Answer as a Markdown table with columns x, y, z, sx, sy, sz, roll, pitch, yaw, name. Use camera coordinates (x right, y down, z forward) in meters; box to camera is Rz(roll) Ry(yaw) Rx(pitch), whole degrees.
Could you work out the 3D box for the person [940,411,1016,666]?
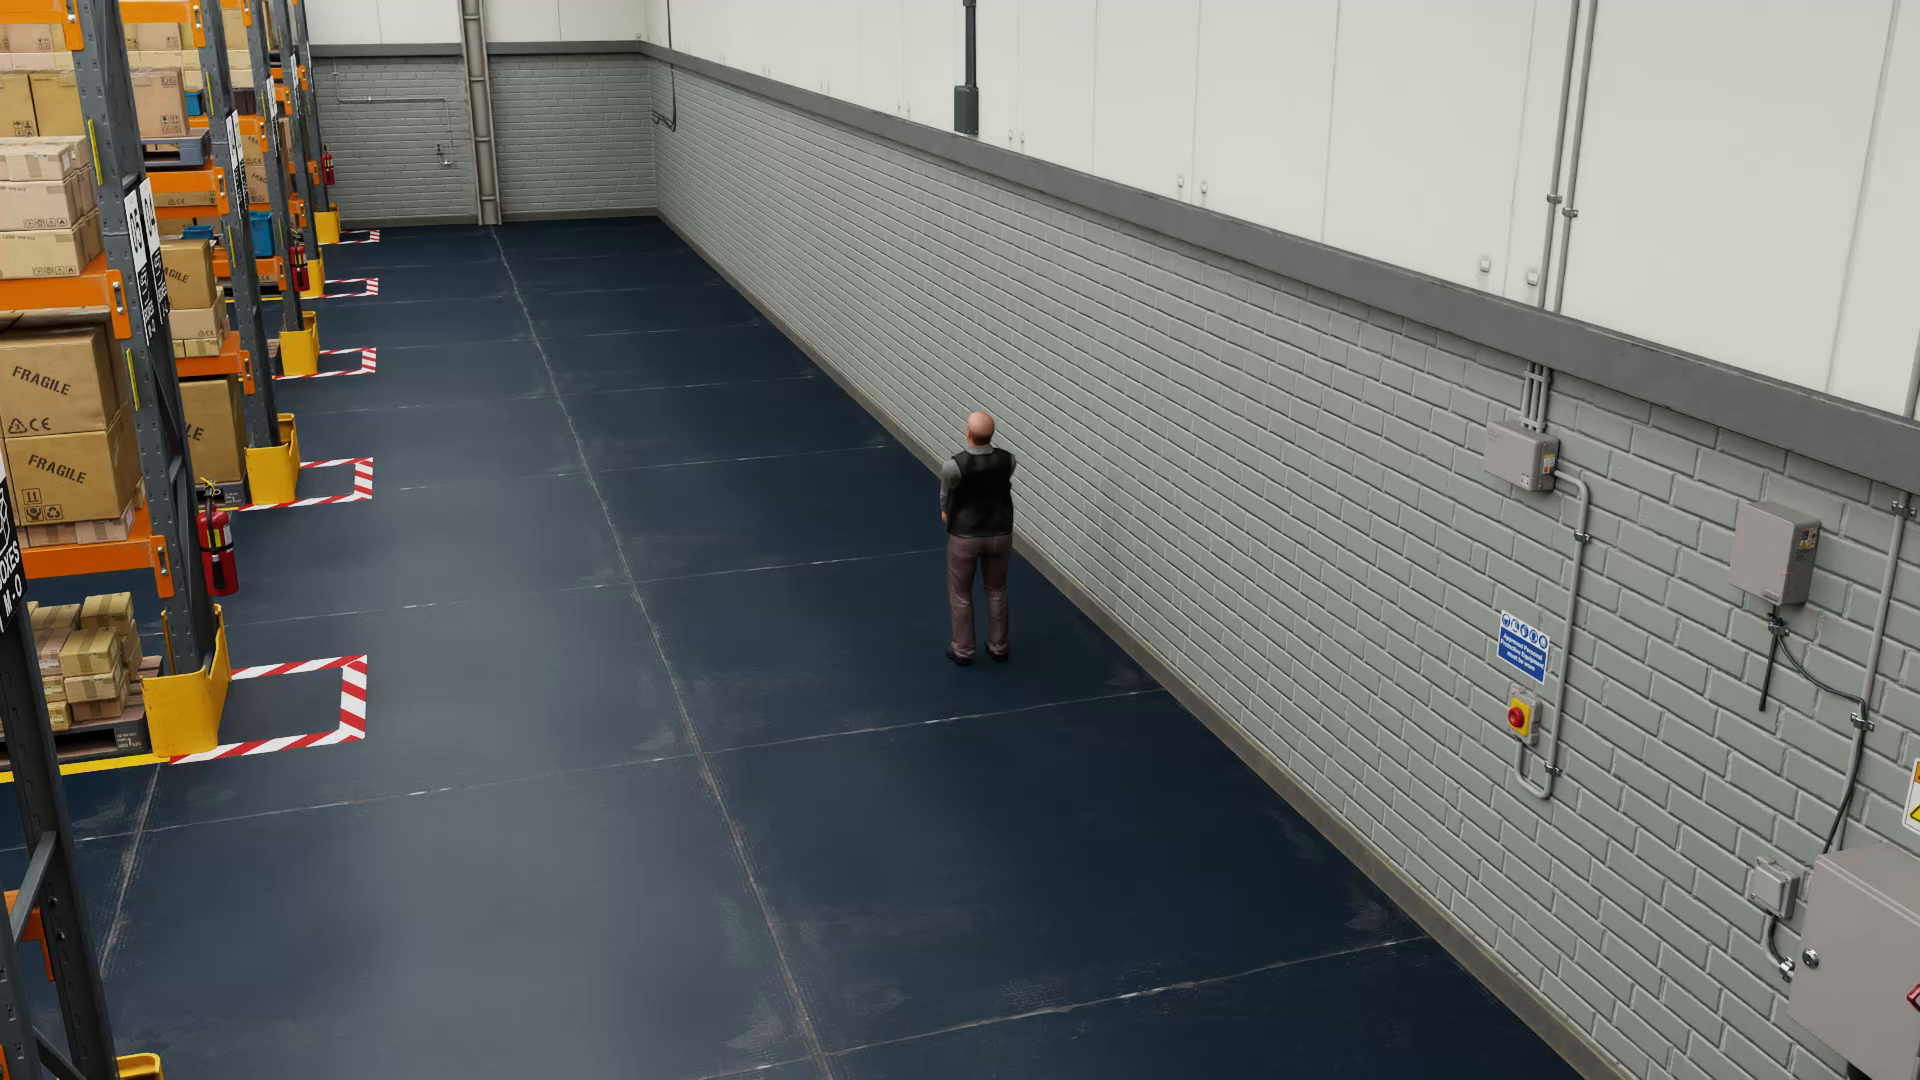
| x | y | z | sx | sy | sz | roll | pitch | yaw | name |
| --- | --- | --- | --- | --- | --- | --- | --- | --- | --- |
| 0.083 | -0.047 | 10.873 | 0.494 | 1.711 | 0.547 | -6 | 20 | -17 | person |
